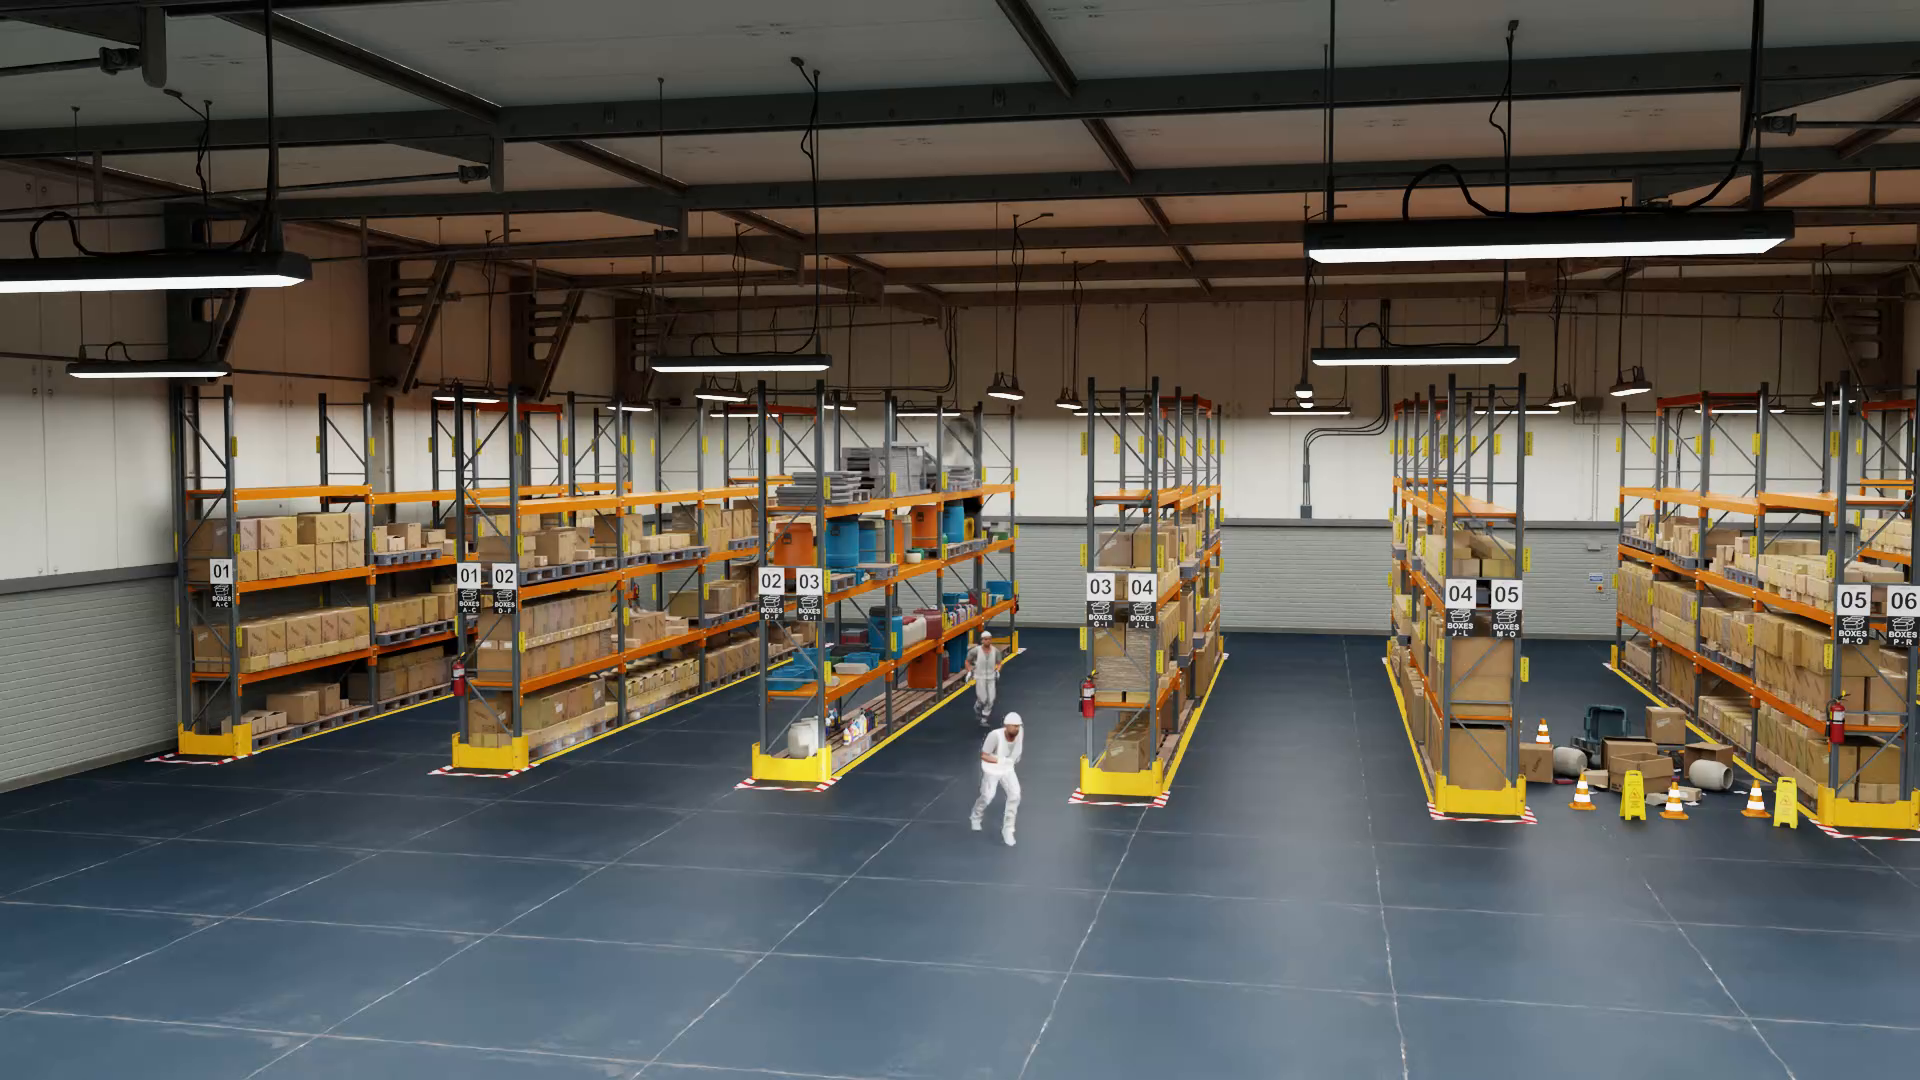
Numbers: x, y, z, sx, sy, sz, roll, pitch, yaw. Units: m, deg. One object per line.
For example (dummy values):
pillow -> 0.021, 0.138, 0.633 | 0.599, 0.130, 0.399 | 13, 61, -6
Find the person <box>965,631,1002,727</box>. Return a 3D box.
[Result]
person -> 0.444, 2.480, 29.515 | 0.670, 1.732, 0.632 | -1, 3, -15

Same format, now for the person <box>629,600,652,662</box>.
person -> -7.202, 2.127, 37.580 | 0.655, 1.628, 0.979 | 1, 3, 14

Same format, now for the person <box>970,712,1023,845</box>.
person -> 0.483, 3.007, 21.183 | 0.730, 1.723, 1.025 | -2, 4, -34
